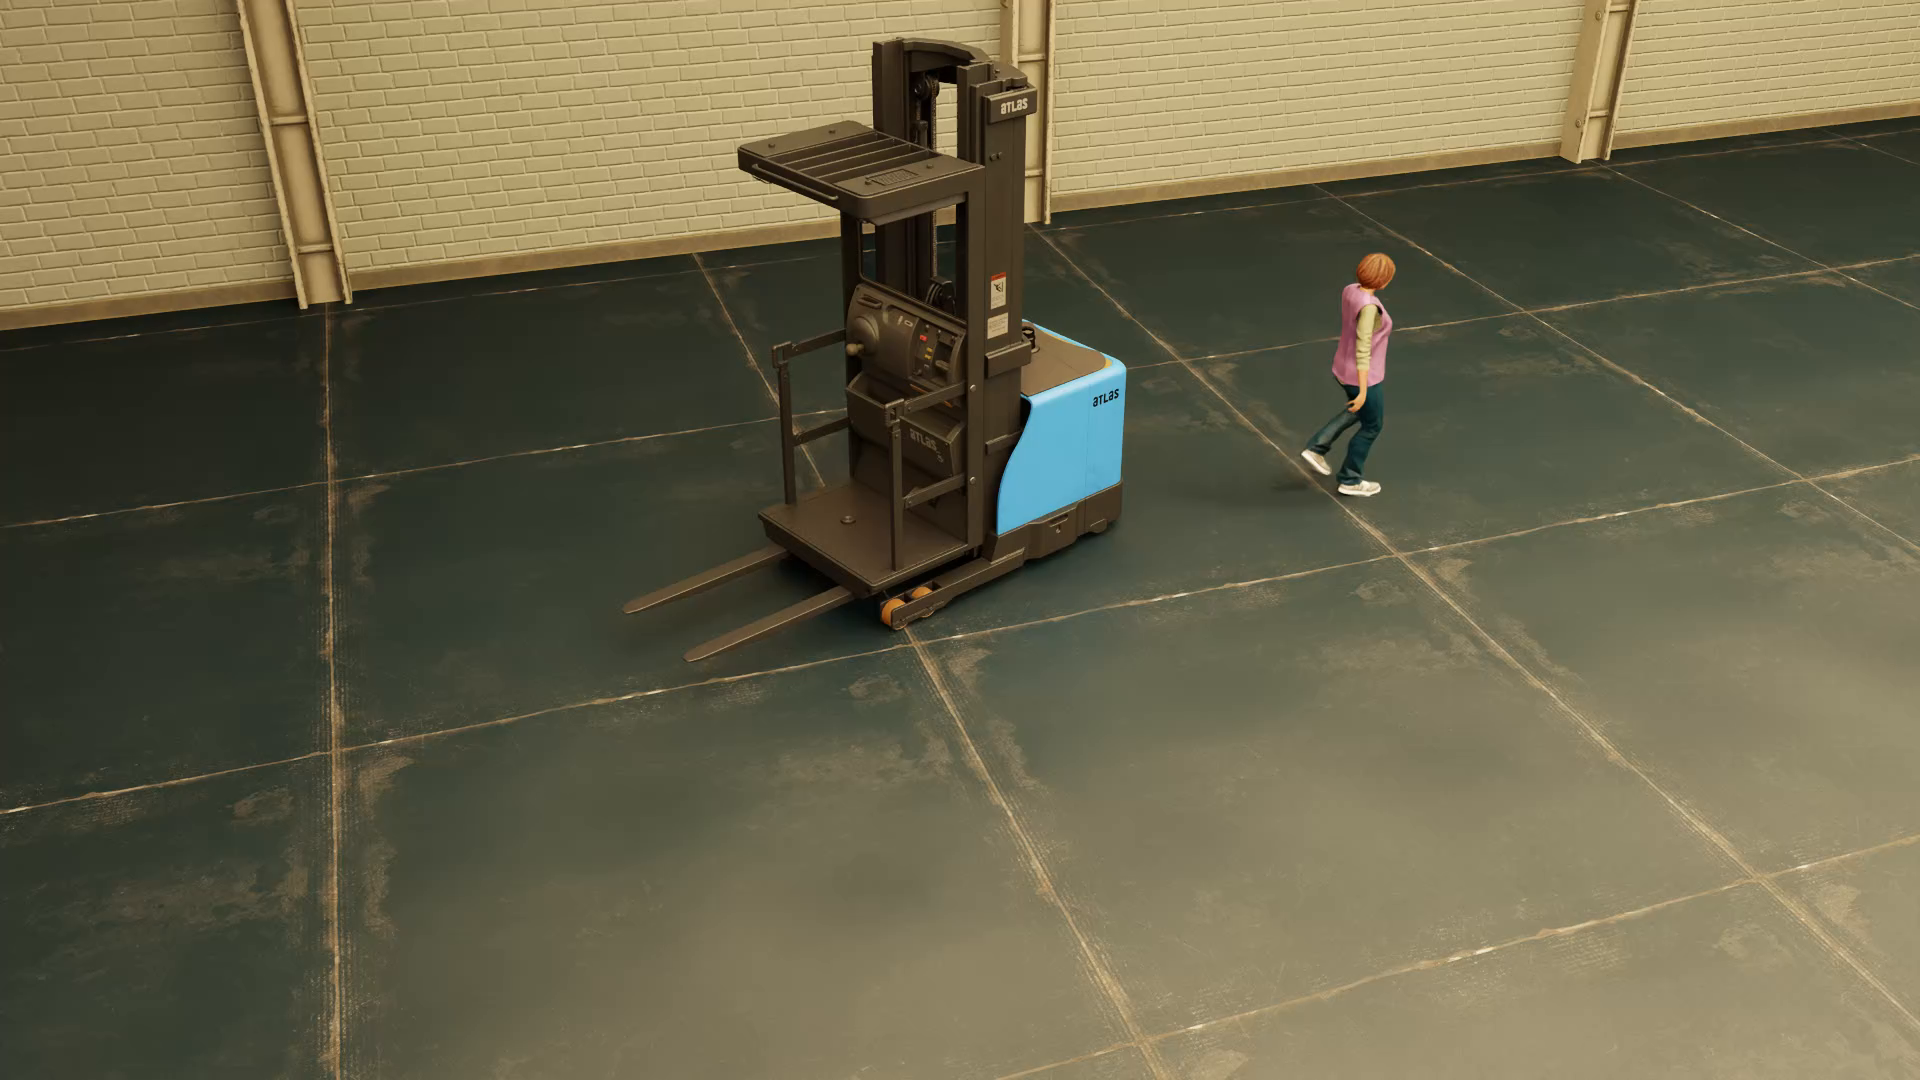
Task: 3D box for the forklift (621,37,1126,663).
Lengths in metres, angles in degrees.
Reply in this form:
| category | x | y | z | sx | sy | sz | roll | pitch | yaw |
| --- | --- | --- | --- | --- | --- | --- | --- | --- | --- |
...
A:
| category | x | y | z | sx | sy | sz | roll | pitch | yaw |
| --- | --- | --- | --- | --- | --- | --- | --- | --- | --- |
| forklift | -0.461 | -1.072 | 8.951 | 3.031 | 2.935 | 1.130 | -23 | 37 | -34 |

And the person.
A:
| category | x | y | z | sx | sy | sz | roll | pitch | yaw |
| --- | --- | --- | --- | --- | --- | --- | --- | --- | --- |
| person | 2.423 | -1.006 | 10.197 | 0.495 | 1.577 | 0.627 | -6 | 30 | -10 |
